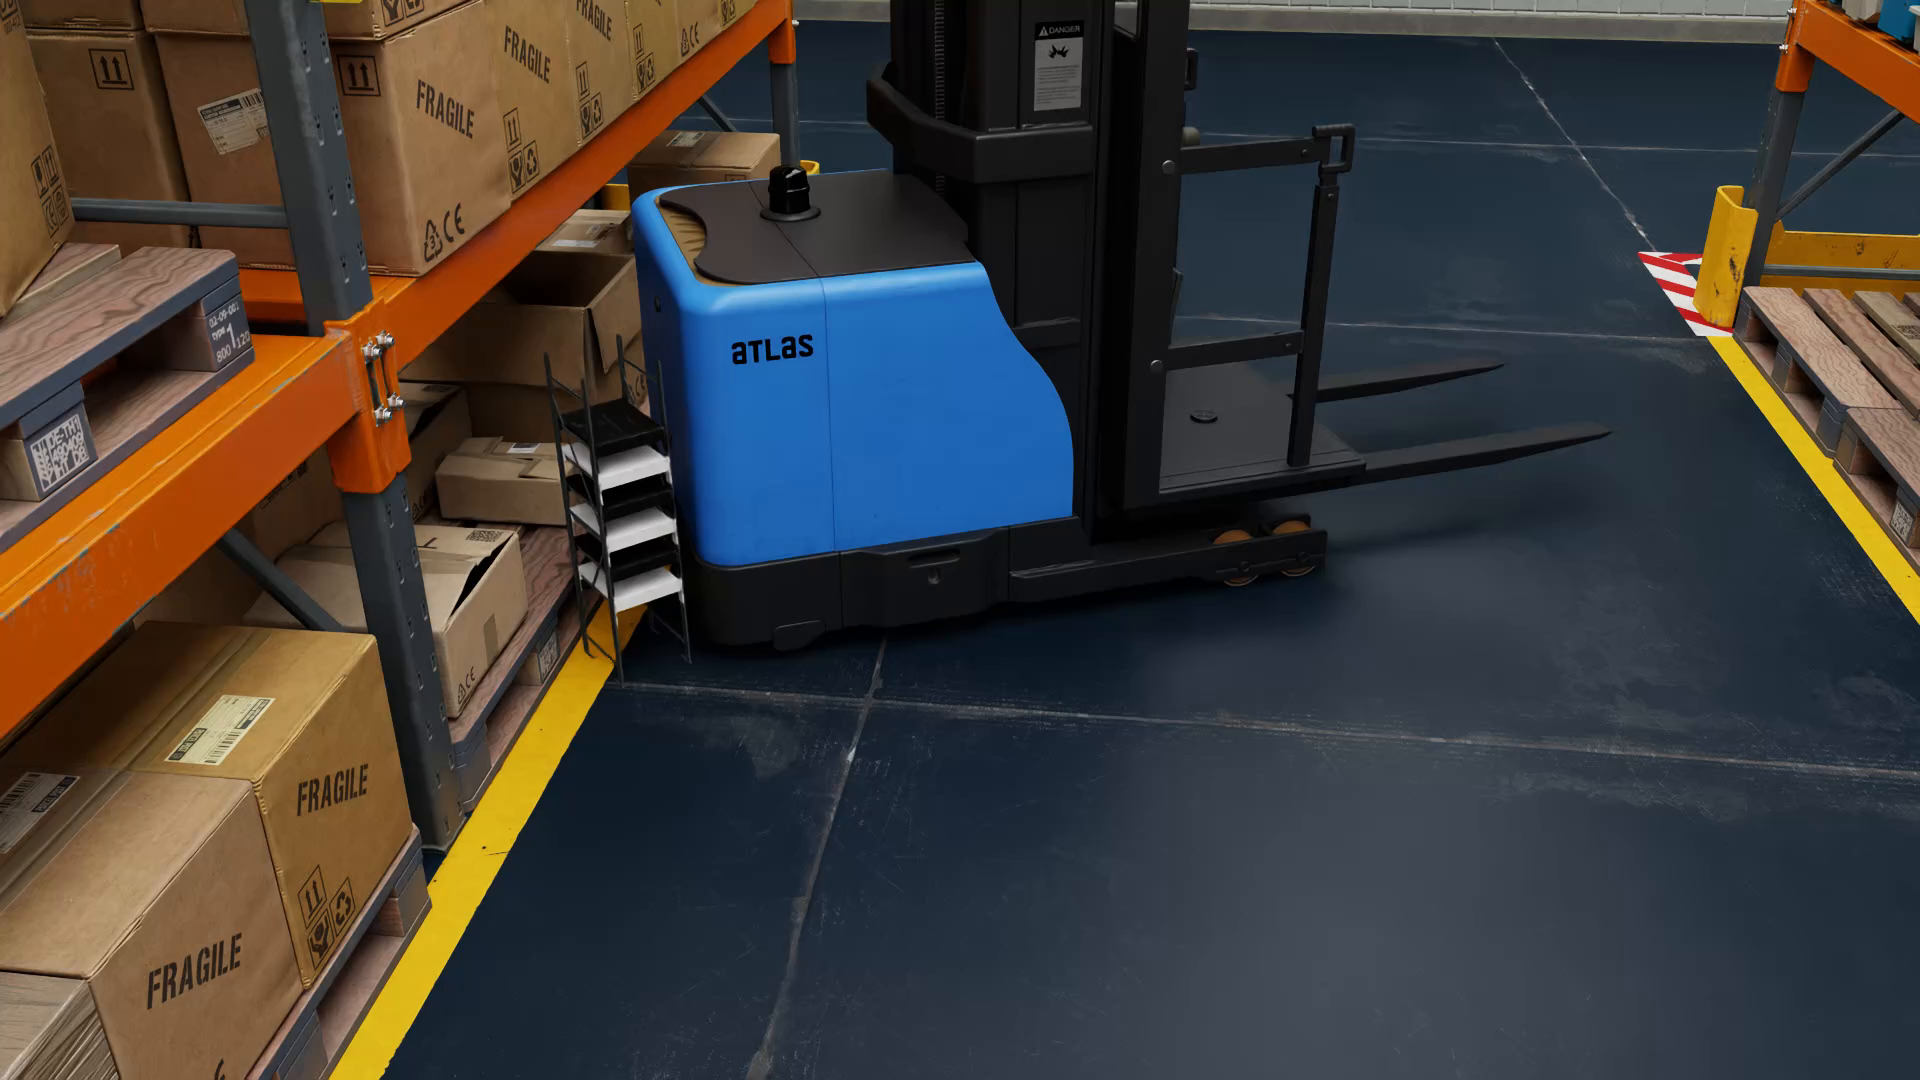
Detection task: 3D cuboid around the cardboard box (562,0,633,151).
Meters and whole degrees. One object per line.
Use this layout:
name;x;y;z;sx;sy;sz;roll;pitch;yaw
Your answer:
cardboard box;-1.231;-1.387;4.557;0.500;0.500;0.500;3;28;6

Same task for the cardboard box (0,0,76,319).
cardboard box;-1.967;-0.662;2.767;0.700;0.500;0.500;-6;29;-11

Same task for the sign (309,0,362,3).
sign;-1.136;-1.122;2.949;0.100;0.325;0.005;3;28;6

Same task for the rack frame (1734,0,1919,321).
rack frame;3.718;-2.236;6.238;1.000;3.000;0.127;3;28;6

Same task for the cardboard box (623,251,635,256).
cardboard box;-1.158;-1.016;6.497;0.380;0.166;0.250;3;28;6

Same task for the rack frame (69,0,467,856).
rack frame;-1.687;-0.643;3.280;1.000;3.000;0.127;3;28;6

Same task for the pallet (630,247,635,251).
pallet;-1.303;-0.887;6.674;1.003;0.211;1.213;3;28;6

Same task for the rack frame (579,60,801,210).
rack frame;-1.197;-2.526;6.775;1.000;3.000;0.127;3;28;6

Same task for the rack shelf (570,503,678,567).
rack shelf;-0.903;-0.039;4.440;0.200;0.077;0.258;-20;34;-31

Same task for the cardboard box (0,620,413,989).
cardboard box;-1.463;0.513;3.307;0.500;0.500;0.500;3;28;6

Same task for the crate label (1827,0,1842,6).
crate label;3.361;-2.092;6.083;0.416;0.233;0.303;3;28;6

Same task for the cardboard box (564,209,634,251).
cardboard box;-1.590;-1.287;7.018;0.380;0.149;0.250;3;28;6

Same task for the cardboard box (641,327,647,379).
cardboard box;-1.166;-0.793;5.995;0.500;0.250;0.500;3;28;6

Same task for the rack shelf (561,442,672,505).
rack shelf;-0.905;-0.197;4.355;0.200;0.077;0.258;-20;34;-31

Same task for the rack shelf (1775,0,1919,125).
rack shelf;3.473;-0.978;4.661;1.077;0.370;4.000;3;28;6

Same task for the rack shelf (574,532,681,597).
rack shelf;-0.902;0.040;4.483;0.200;0.077;0.258;-20;34;-31

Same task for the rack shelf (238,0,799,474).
rack shelf;-1.442;-1.267;5.199;1.077;0.370;4.000;3;28;6

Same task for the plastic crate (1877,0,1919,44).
plastic crate;3.281;-1.782;5.508;0.416;0.233;0.300;3;28;6

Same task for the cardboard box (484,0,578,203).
cardboard box;-1.295;-1.152;4.120;0.500;0.500;0.500;4;29;7

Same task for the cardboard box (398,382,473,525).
cardboard box;-1.807;-0.290;4.998;0.500;0.311;0.500;3;28;6

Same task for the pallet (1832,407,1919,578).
pallet;3.427;-0.050;5.120;1.003;0.211;1.213;3;28;6

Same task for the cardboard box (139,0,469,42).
cardboard box;-1.350;-1.332;3.401;0.500;0.500;0.500;4;29;8

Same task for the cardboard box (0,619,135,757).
cardboard box;-1.988;0.478;3.373;0.500;0.500;0.500;2;28;4

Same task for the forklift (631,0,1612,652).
forklift;0.593;-1.381;4.723;3.031;2.935;1.130;-9;30;-16

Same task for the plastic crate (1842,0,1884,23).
plastic crate;3.240;-1.903;5.835;0.250;0.136;0.298;3;28;6

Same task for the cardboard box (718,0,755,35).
cardboard box;-1.042;-2.099;5.877;0.500;0.500;0.500;4;29;7

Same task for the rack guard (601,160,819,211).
rack guard;-1.207;-1.389;7.302;1.175;0.500;0.348;3;28;6

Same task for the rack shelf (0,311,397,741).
rack shelf;-1.932;0.615;1.704;1.077;0.370;4.000;3;28;6

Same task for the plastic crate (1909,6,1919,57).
plastic crate;3.157;-1.584;5.242;0.250;0.136;0.298;3;28;6

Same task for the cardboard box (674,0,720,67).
cardboard box;-1.109;-1.864;5.442;0.500;0.500;0.500;4;29;7

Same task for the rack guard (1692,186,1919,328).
rack guard;3.708;-1.148;6.853;1.175;0.500;0.348;3;28;6

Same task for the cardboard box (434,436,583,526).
cardboard box;-1.325;-0.182;4.948;0.380;0.166;0.250;3;28;6

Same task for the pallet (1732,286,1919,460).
pallet;3.579;-0.622;6.183;1.003;0.211;1.213;3;28;6

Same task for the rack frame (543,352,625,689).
rack frame;-0.985;-0.039;4.372;0.006;0.900;0.240;-20;34;-31

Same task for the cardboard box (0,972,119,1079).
cardboard box;-1.594;0.981;2.438;0.500;0.500;0.500;4;29;7

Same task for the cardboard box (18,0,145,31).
cardboard box;-1.882;-1.380;3.489;0.500;0.500;0.500;3;29;6

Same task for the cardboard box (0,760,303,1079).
cardboard box;-1.532;0.745;2.876;0.500;0.500;0.500;3;29;6

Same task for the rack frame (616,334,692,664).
rack frame;-0.822;-0.098;4.477;0.006;0.900;0.240;-20;34;-31

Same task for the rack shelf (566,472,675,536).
rack shelf;-0.904;-0.118;4.398;0.200;0.077;0.258;-20;34;-31

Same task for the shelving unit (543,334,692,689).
shelving unit;-0.904;-0.068;4.425;0.210;0.900;0.258;-20;34;-31

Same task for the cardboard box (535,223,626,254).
cardboard box;-1.607;-1.034;6.442;0.500;0.250;0.500;3;28;6

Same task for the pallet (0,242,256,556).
pallet;-1.894;-0.188;2.640;1.003;0.211;1.213;3;28;6

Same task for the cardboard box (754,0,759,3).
cardboard box;-0.982;-2.343;6.331;0.500;0.500;0.500;4;29;8

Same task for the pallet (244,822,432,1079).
pallet;-1.749;0.970;3.227;1.003;0.211;1.213;3;28;6

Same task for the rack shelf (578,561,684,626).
rack shelf;-0.901;0.119;4.526;0.200;0.077;0.258;-20;34;-31

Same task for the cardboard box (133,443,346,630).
cardboard box;-1.899;-0.021;4.297;0.500;0.500;0.500;3;28;6

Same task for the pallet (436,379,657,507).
pallet;-1.455;-0.314;5.611;1.003;0.211;1.213;3;28;6

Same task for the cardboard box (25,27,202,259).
cardboard box;-1.881;-0.937;3.721;0.500;0.500;0.500;4;29;7

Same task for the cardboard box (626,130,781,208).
cardboard box;-1.019;-1.349;6.762;0.500;0.500;0.500;3;28;6

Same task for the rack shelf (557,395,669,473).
rack shelf;-0.906;-0.277;4.312;0.200;0.077;0.258;-20;34;-31

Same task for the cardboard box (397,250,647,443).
cardboard box;-1.462;-0.622;5.410;0.797;0.503;0.637;3;28;6

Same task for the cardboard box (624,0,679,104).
cardboard box;-1.171;-1.627;5.002;0.500;0.500;0.500;3;28;5

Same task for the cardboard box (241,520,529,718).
cardboard box;-1.421;0.162;4.157;0.500;0.311;0.500;3;28;6

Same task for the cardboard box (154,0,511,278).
cardboard box;-1.354;-0.911;3.673;0.500;0.500;0.500;4;29;8

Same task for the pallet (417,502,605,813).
pallet;-1.602;0.262;4.542;1.003;0.211;1.213;3;28;6
